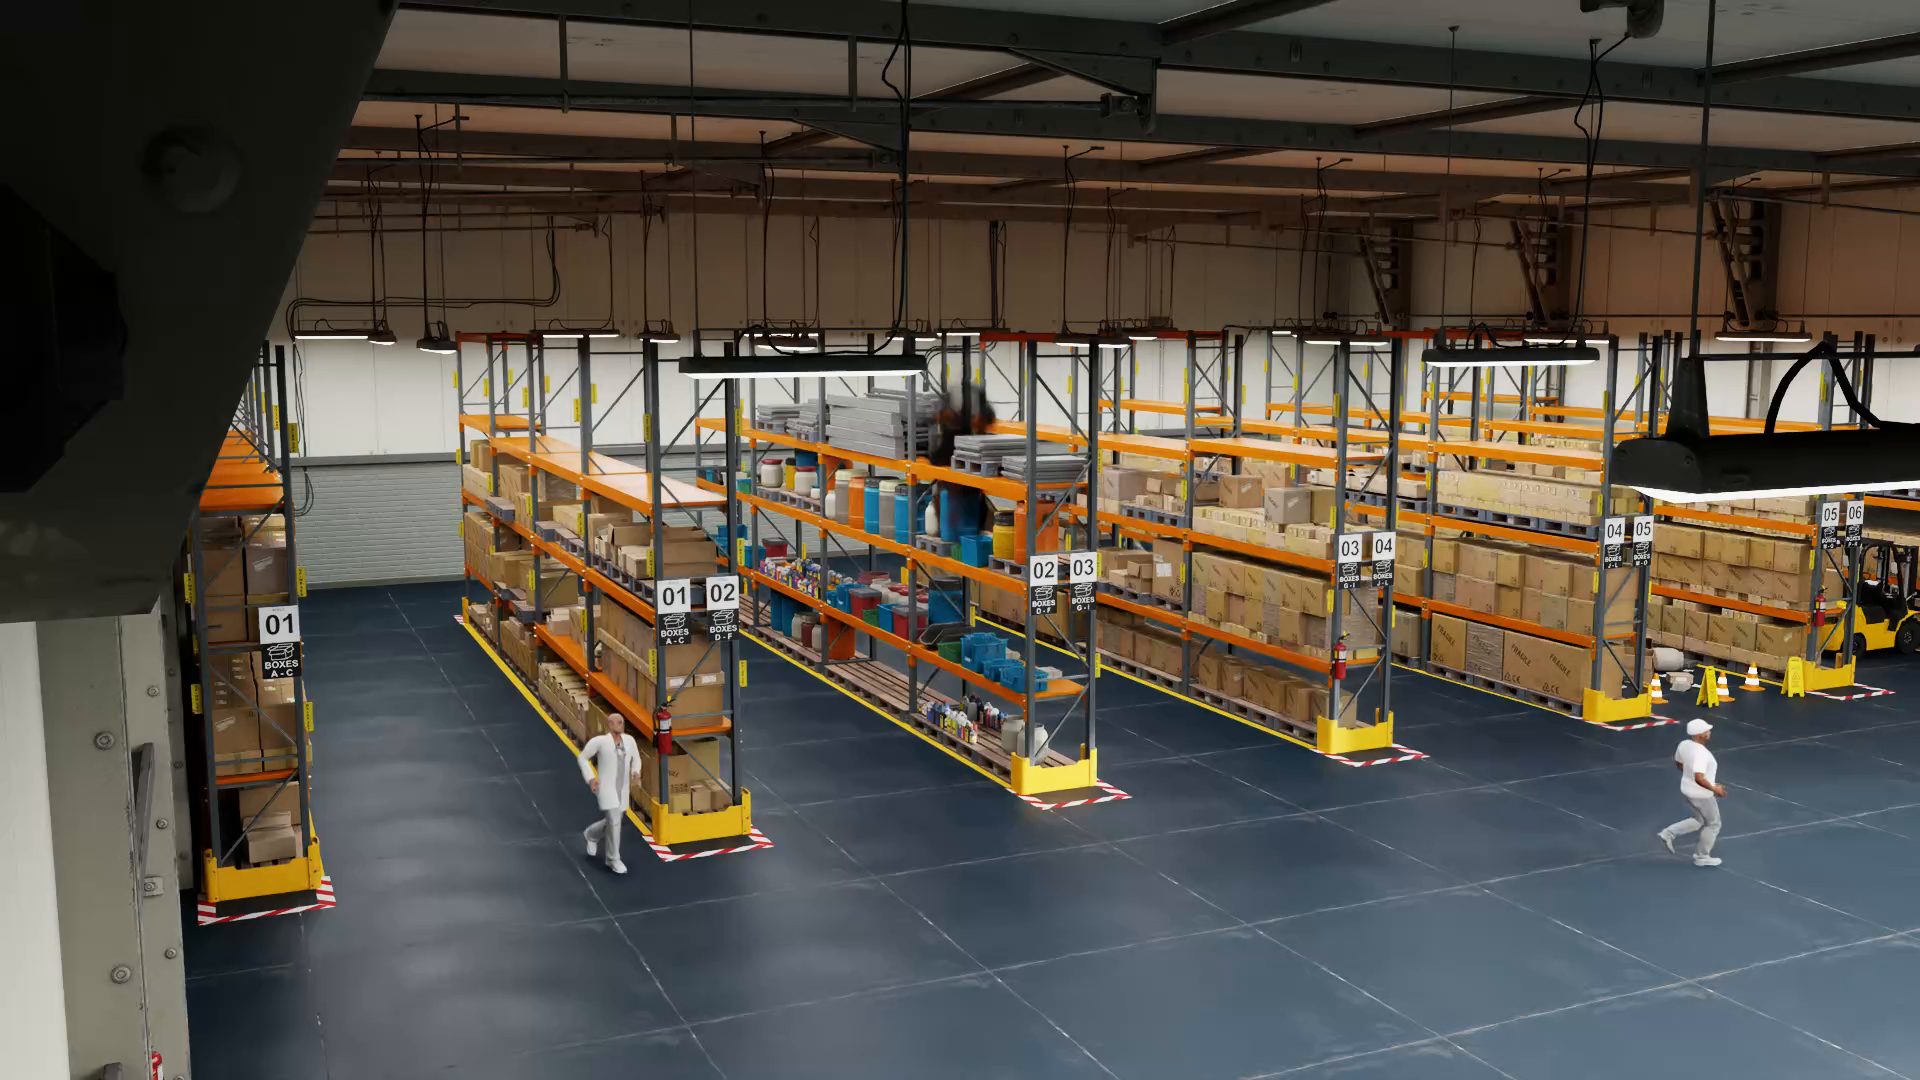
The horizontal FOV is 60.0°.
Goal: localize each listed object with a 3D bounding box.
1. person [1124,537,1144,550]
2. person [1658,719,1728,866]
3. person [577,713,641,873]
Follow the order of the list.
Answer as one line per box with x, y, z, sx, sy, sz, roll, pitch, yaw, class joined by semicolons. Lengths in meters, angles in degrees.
4.437;-0.222;42.256;0.882;1.835;0.687;-5;9;-31;person
8.466;2.908;19.153;0.696;1.723;0.704;0;8;1;person
-4.034;2.889;19.291;0.861;1.770;0.740;7;10;42;person
